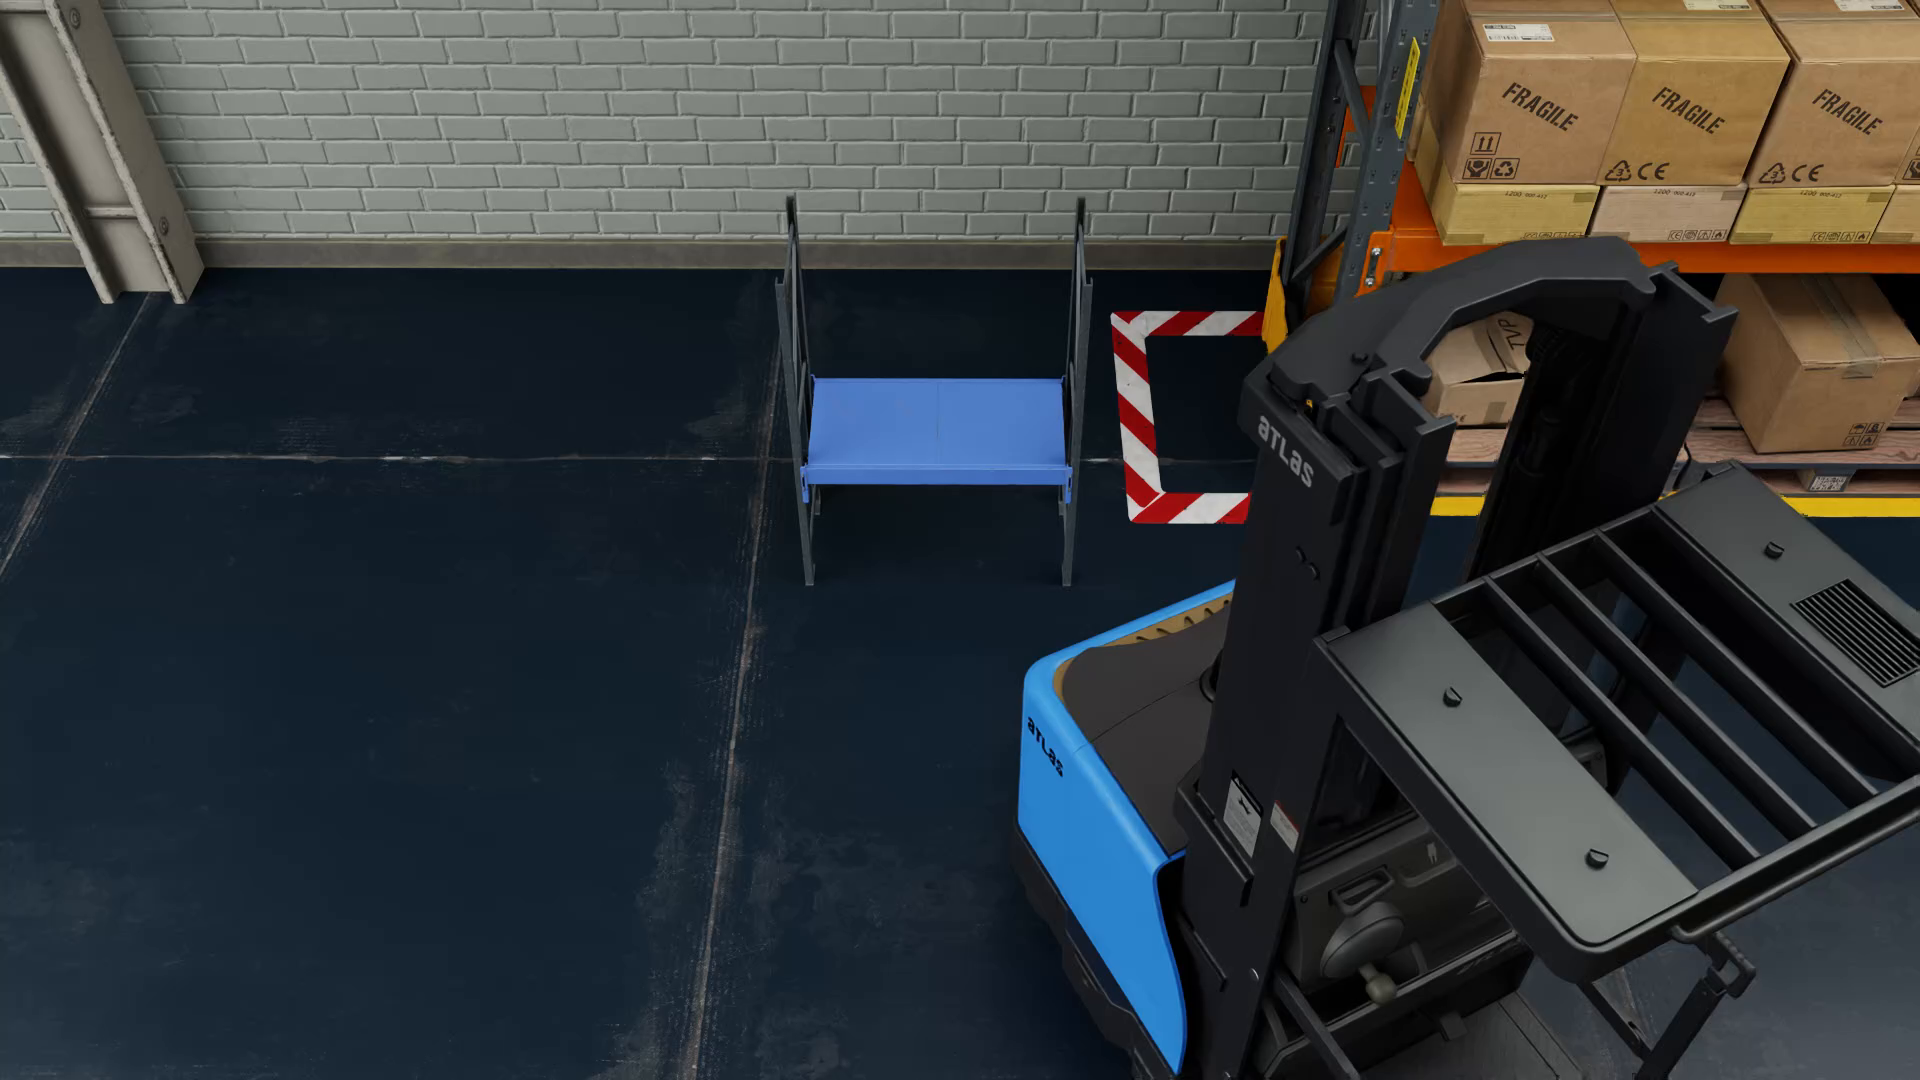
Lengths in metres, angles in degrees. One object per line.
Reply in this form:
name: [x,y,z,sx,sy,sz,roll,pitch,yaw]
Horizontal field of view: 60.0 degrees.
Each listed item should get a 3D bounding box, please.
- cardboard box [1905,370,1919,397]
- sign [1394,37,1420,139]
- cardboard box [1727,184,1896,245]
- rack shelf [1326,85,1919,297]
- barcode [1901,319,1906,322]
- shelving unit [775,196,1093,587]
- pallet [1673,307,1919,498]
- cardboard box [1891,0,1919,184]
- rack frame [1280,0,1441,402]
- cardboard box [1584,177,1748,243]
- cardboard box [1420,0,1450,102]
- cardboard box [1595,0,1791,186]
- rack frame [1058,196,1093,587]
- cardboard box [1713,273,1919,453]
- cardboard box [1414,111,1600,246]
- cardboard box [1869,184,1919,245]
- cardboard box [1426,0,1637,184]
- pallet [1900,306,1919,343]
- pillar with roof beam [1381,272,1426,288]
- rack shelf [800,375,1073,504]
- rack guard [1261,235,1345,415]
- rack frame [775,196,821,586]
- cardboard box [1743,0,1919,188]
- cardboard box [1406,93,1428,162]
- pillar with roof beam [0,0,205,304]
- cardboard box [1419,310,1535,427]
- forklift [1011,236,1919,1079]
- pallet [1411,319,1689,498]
cardboard box: [3.880,-0.781,7.075,0.250,0.149,0.380,-3,47,-3]
sign: [1.477,-1.493,5.499,0.005,0.325,0.100,0,47,0]
cardboard box: [2.994,-1.320,6.018,0.500,0.250,0.500,-1,47,0]
rack shelf: [3.479,-1.344,6.443,4.000,0.370,1.077,0,47,0]
barcode: [4.009,-0.921,7.129,0.075,0.075,0.001,0,47,0]
shelving unit: [-0.085,-0.511,6.201,1.048,1.500,0.538,0,47,0]
pallet: [3.584,-0.611,7.174,1.213,0.211,1.003,0,47,0]
cardboard box: [3.482,-1.577,5.745,0.500,0.500,0.500,1,47,1]
rack frame: [1.479,-1.595,6.185,0.127,3.000,1.000,0,47,0]
cardboard box: [2.485,-1.326,6.024,0.500,0.250,0.500,-1,47,-1]
cardboard box: [1.951,-1.960,6.102,0.500,0.500,0.500,0,47,0]
cardboard box: [2.449,-1.576,5.744,0.500,0.500,0.500,0,47,0]
rack frame: [0.423,-0.510,6.200,0.032,1.500,0.500,0,47,0]
cardboard box: [3.474,-0.785,6.839,0.500,0.500,0.700,-3,47,-2]
cardboard box: [1.966,-1.317,6.015,0.500,0.250,0.500,-1,47,-1]
cardboard box: [3.500,-1.317,6.015,0.500,0.250,0.500,1,47,1]
cardboard box: [1.955,-1.585,5.752,0.500,0.500,0.500,0,47,0]
pallet: [4.807,-0.610,7.173,1.213,0.211,1.003,0,47,0]
pillar with roof beam: [2.166,-1.119,1.644,0.400,9.000,9.100,0,47,0]
rack shelf: [-0.085,-0.389,6.333,1.000,0.185,0.538,0,47,0]
rack guard: [1.555,-0.743,7.100,0.348,0.500,1.175,0,47,0]
rack frame: [-0.594,-0.513,6.203,0.032,1.500,0.500,0,47,0]
cardboard box: [2.966,-1.570,5.739,0.500,0.500,0.500,-1,47,-1]
cardboard box: [1.947,-1.691,6.364,0.500,0.250,0.500,1,47,1]
pillar with roof beam: [-3.834,-1.135,1.659,0.400,9.000,9.100,0,47,0]
cardboard box: [2.170,-0.761,6.945,0.500,0.311,0.500,-5,47,-4]
forklift: [1.294,0.906,3.905,1.130,2.935,3.031,-21,50,-18]
pallet: [2.367,-0.616,7.179,1.213,0.211,1.003,0,47,0]
